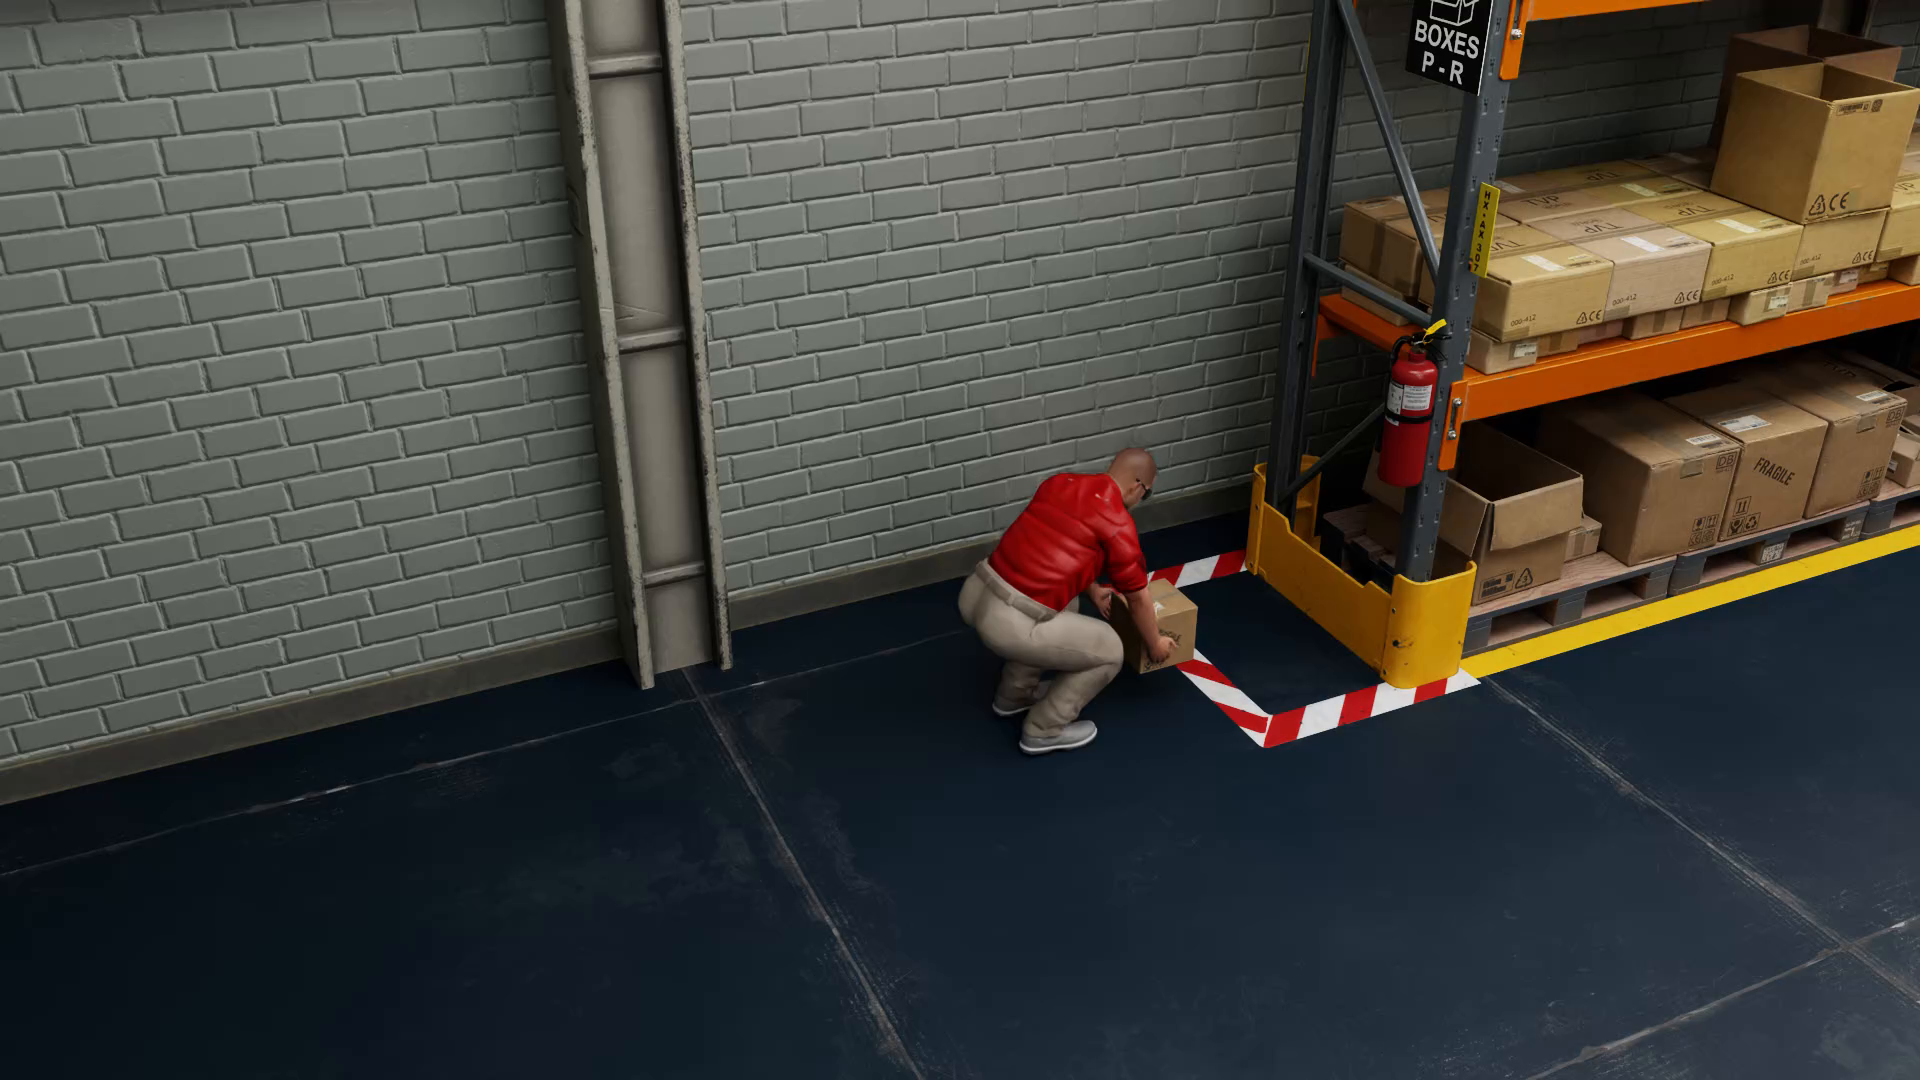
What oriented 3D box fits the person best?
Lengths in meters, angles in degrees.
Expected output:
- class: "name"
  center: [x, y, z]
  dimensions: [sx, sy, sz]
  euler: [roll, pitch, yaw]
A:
- class: "person"
  center: [0.391, 0.215, 6.402]
  dimensions: [0.835, 1.106, 0.576]
  euler: [-13, 32, -22]
